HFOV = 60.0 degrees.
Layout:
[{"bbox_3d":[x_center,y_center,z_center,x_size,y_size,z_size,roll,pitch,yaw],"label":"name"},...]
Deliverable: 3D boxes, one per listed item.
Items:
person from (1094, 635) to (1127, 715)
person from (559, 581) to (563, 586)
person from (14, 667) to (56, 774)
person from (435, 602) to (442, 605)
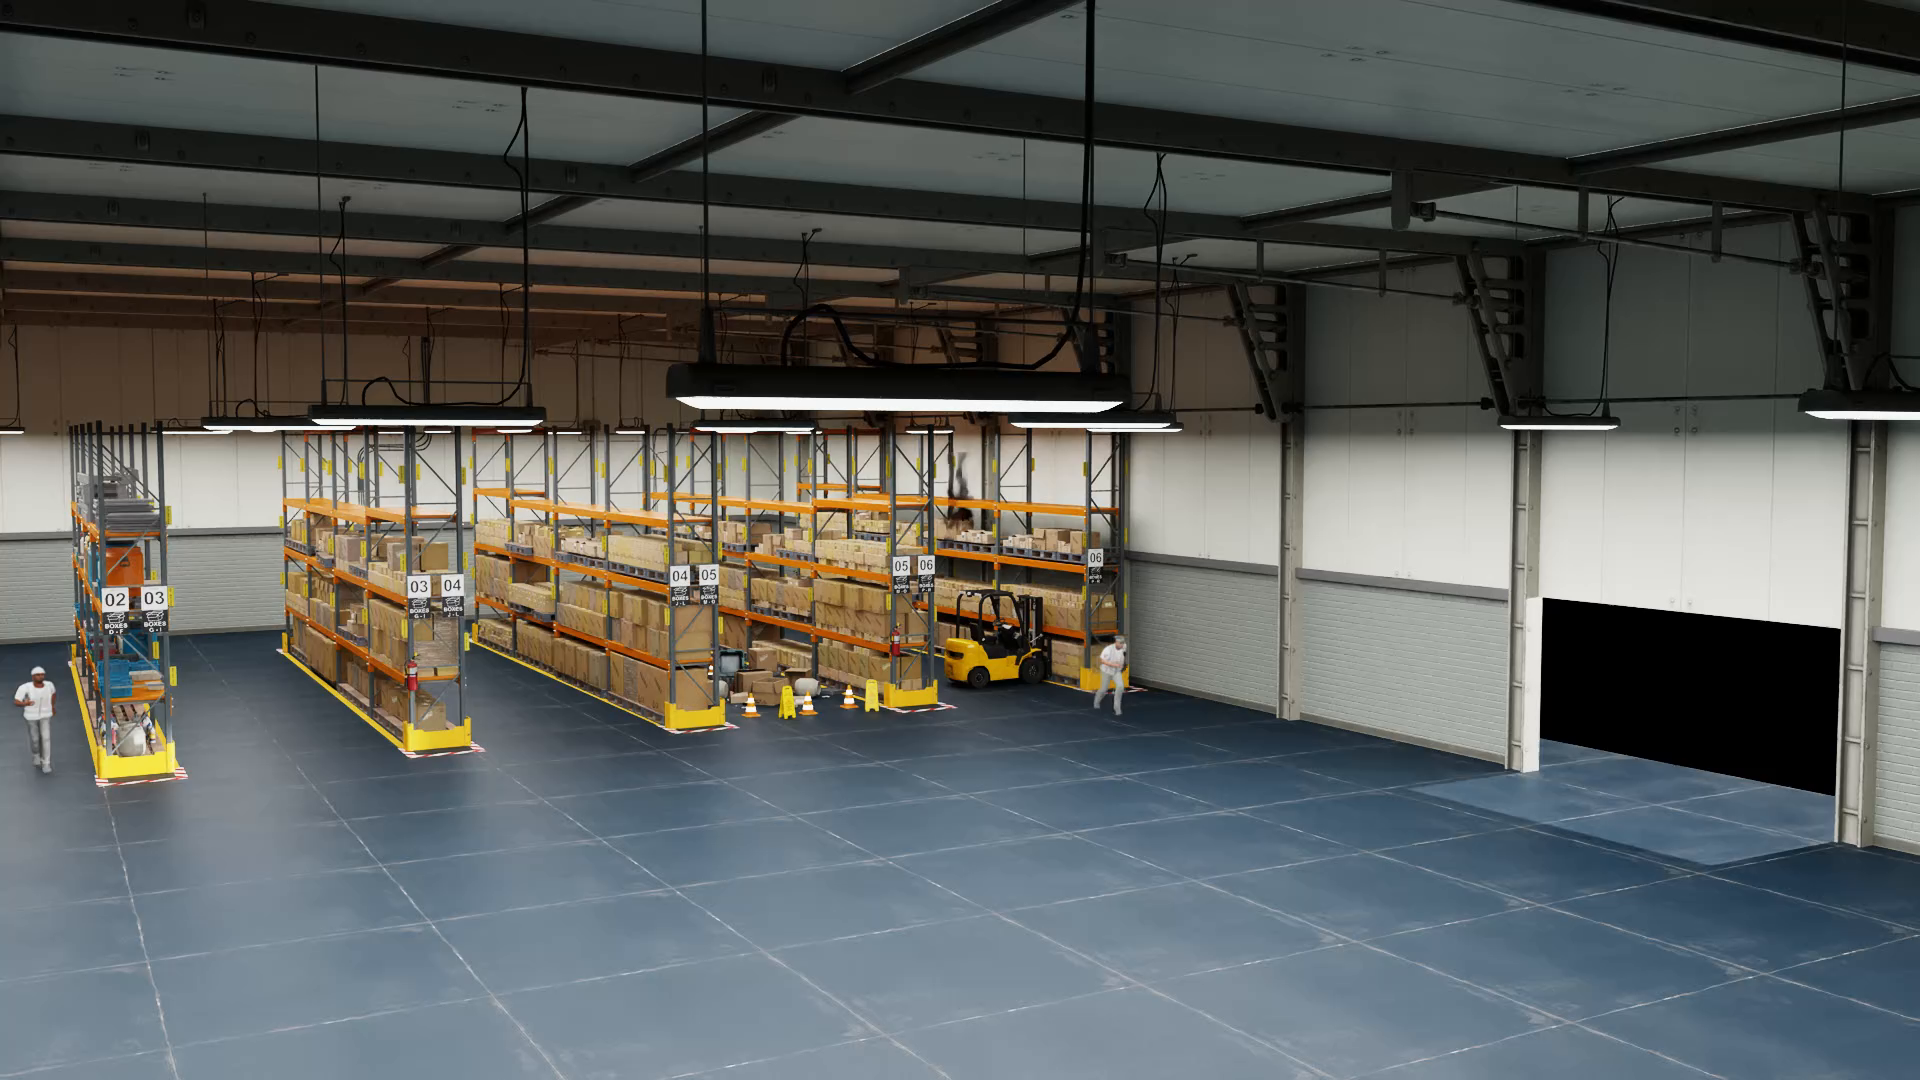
[{"bbox_3d":[3.119,2.796,34.570,0.707,1.717,1.014,-2,4,-29],"label":"person"},{"bbox_3d":[-10.977,2.023,46.268,0.724,1.714,0.861,-1,4,-23],"label":"person"},{"bbox_3d":[-15.852,3.074,28.544,0.670,1.809,0.854,-3,4,-37],"label":"person"},{"bbox_3d":[-14.576,2.107,45.763,0.601,1.559,0.857,0,4,0],"label":"person"}]
